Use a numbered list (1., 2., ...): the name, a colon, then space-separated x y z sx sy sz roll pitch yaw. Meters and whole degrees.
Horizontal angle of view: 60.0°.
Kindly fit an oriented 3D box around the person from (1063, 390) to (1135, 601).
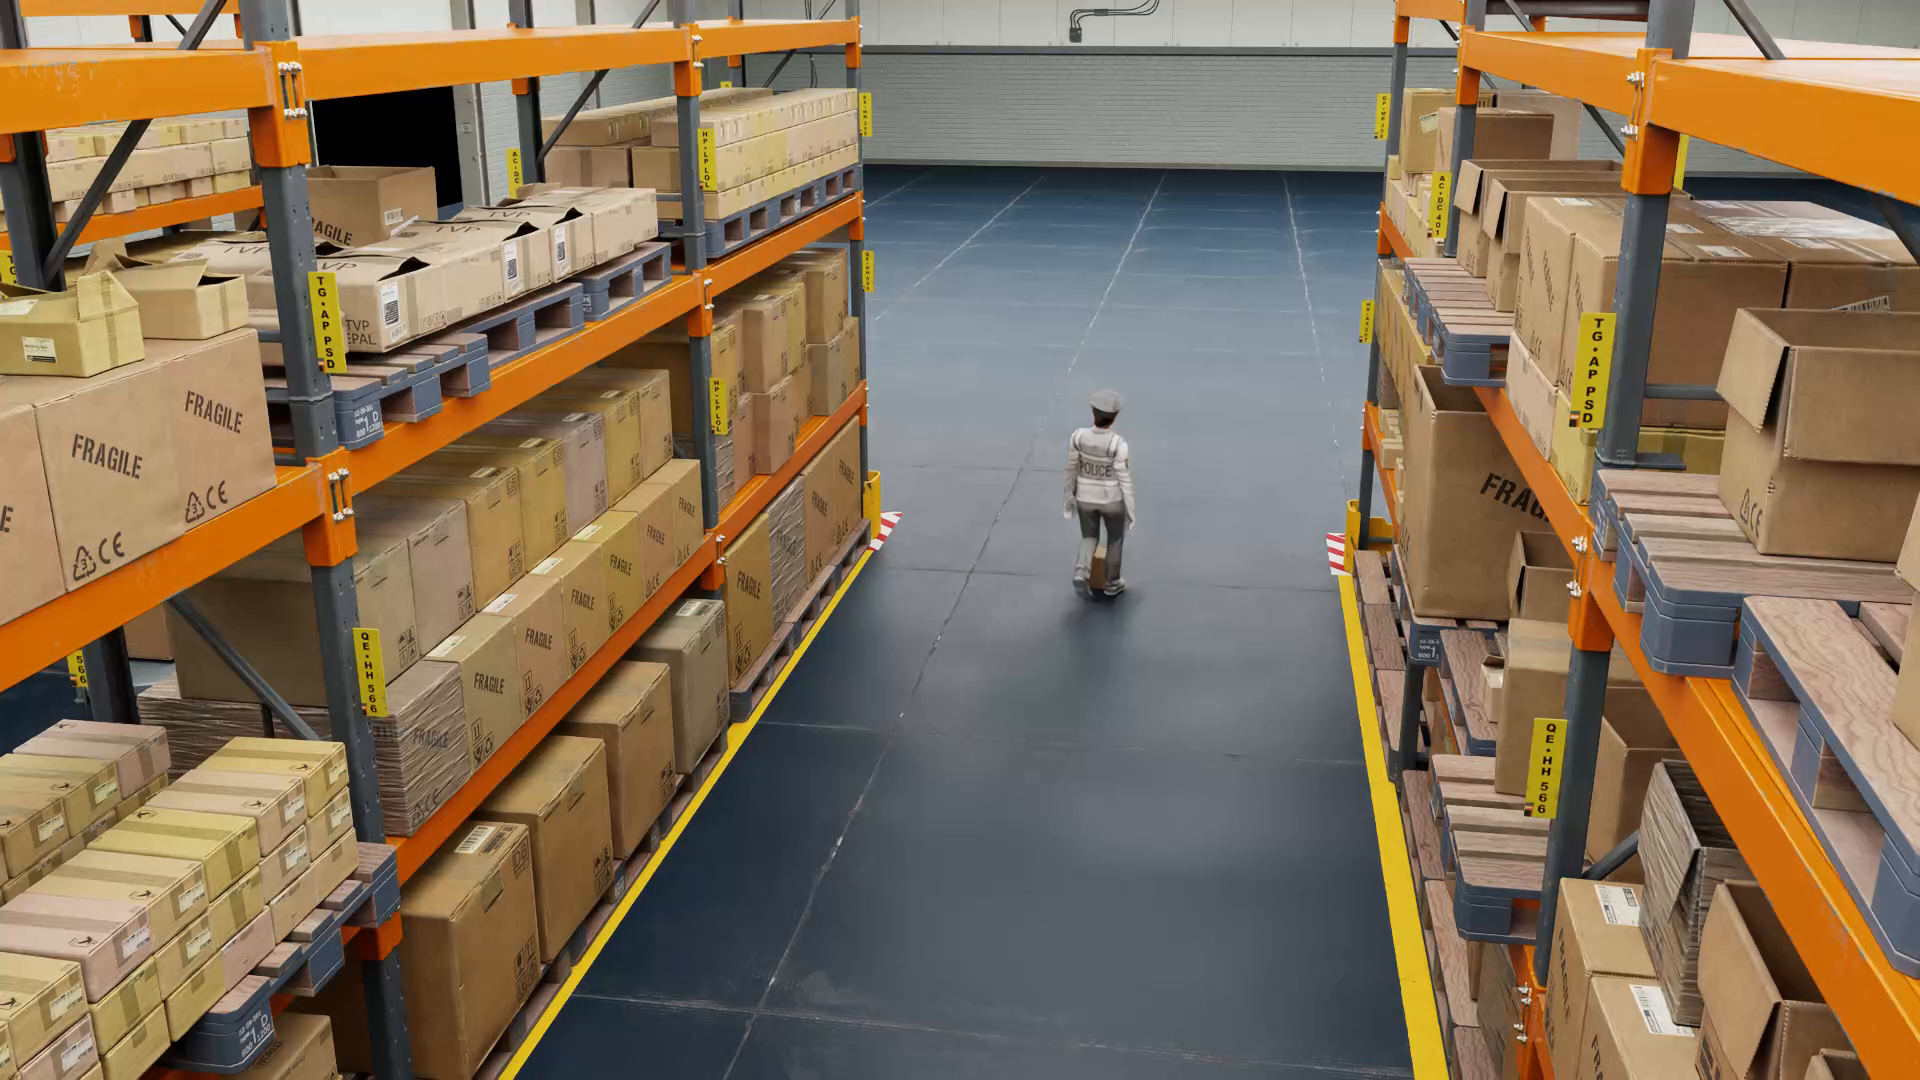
1. person: 1.044 -0.323 12.094 0.531 1.618 0.770 7 19 21
